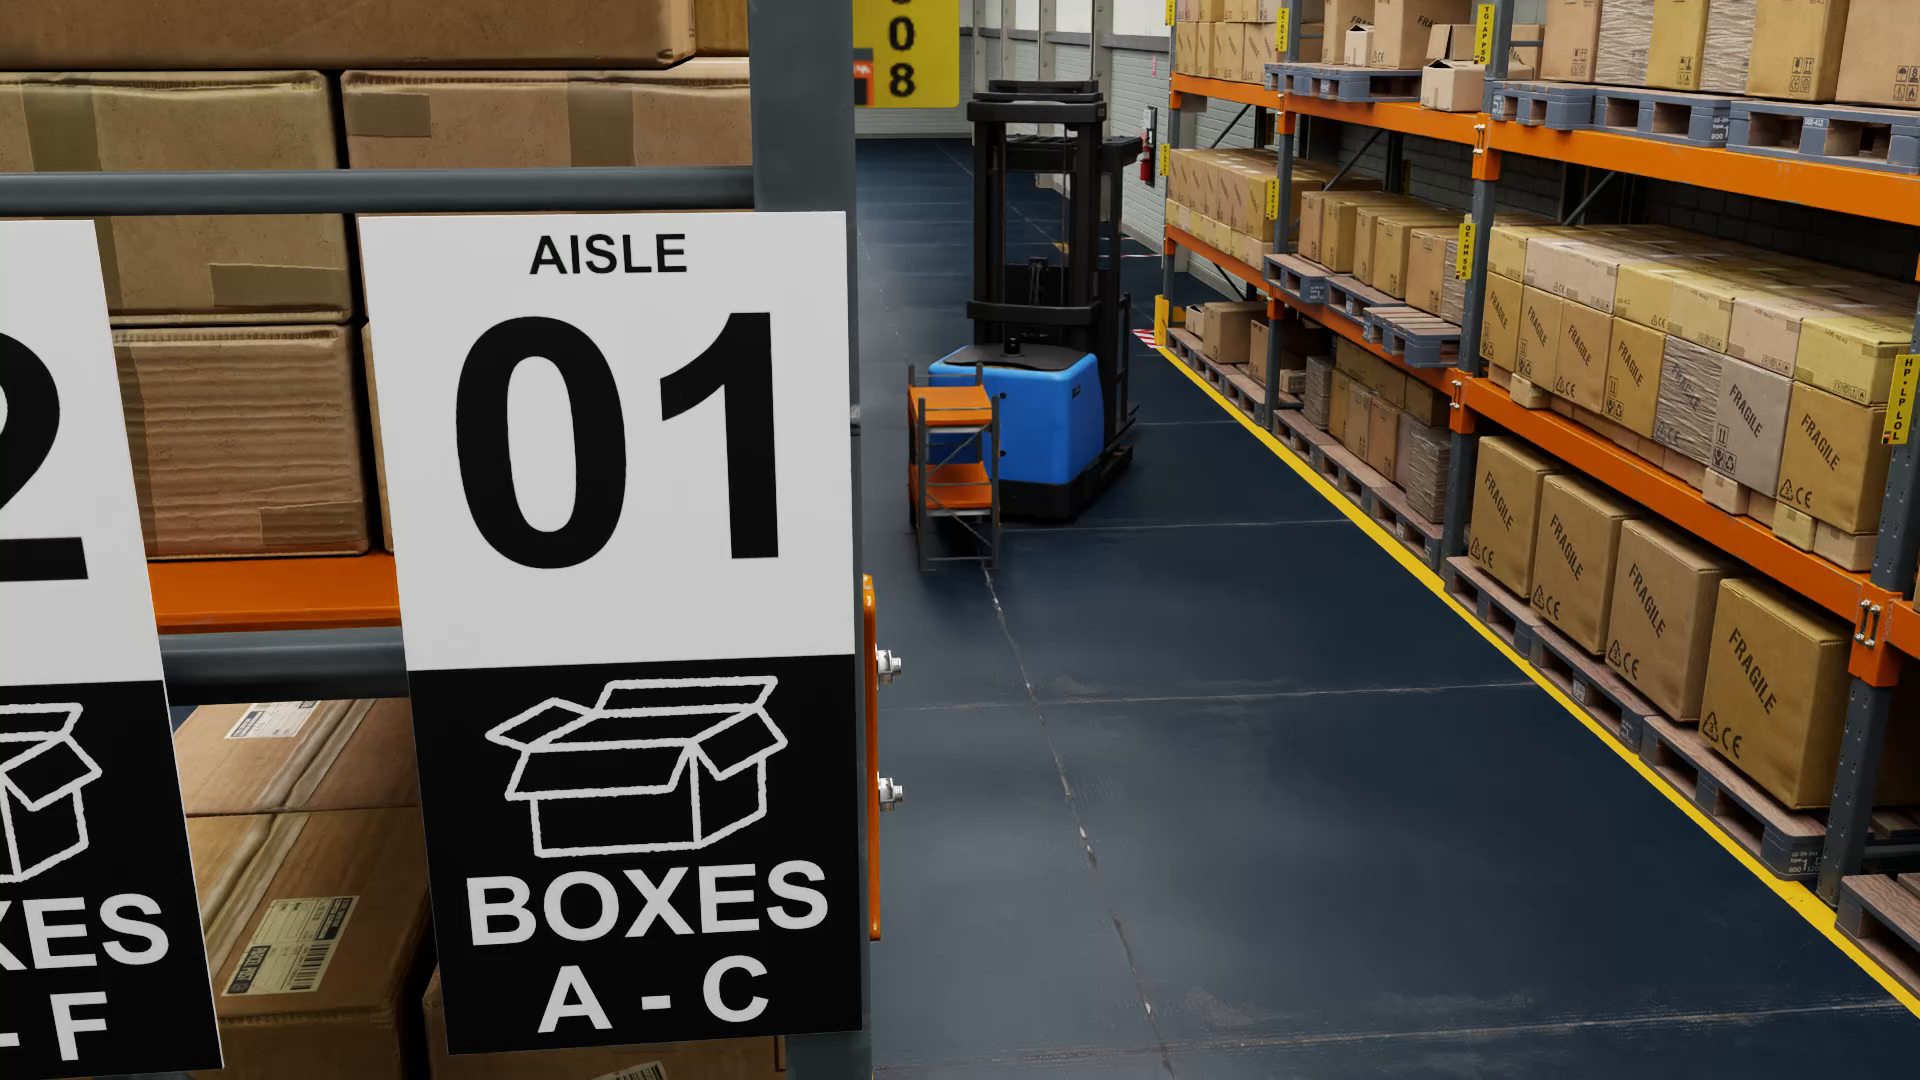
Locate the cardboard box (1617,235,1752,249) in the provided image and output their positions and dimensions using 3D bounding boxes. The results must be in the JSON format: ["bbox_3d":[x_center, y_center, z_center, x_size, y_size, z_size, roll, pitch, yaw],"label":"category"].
[{"bbox_3d":[3.866,-1.476,8.921,0.500,0.250,0.500,-2,18,-7],"label":"cardboard box"}]

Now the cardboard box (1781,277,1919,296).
[{"bbox_3d":[4.018,-1.016,7.455,0.500,0.250,0.500,-2,18,-7],"label":"cardboard box"}]

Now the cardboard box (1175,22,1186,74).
[{"bbox_3d":[2.472,-4.965,16.776,0.500,0.500,0.500,-1,17,-4],"label":"cardboard box"}]

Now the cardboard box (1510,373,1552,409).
[{"bbox_3d":[3.276,-0.828,9.192,0.380,0.149,0.250,-1,17,-4],"label":"cardboard box"}]

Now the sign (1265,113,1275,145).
[{"bbox_3d":[3.240,-4.298,17.400,0.100,0.325,0.005,-2,18,-6],"label":"sign"}]

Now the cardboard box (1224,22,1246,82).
[{"bbox_3d":[2.667,-4.338,14.780,0.500,0.500,0.500,-2,18,-8],"label":"cardboard box"}]

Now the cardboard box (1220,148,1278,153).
[{"bbox_3d":[2.946,-3.746,17.066,0.500,0.500,0.500,-2,18,-6],"label":"cardboard box"}]

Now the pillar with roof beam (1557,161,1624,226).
[{"bbox_3d":[-0.044,-4.344,9.990,9.100,9.000,0.400,-2,18,-6],"label":"pillar with roof beam"}]

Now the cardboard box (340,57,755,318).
[{"bbox_3d":[-0.384,-0.422,1.921,0.500,0.250,0.500,-2,18,-6],"label":"cardboard box"}]

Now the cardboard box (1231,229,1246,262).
[{"bbox_3d":[2.705,-2.611,14.702,0.500,0.250,0.500,-2,18,-5],"label":"cardboard box"}]

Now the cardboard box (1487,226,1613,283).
[{"bbox_3d":[3.305,-1.606,9.335,0.500,0.250,0.500,-1,17,-4],"label":"cardboard box"}]

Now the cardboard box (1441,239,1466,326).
[{"bbox_3d":[3.453,-1.598,10.357,0.700,0.500,0.500,-4,18,-12],"label":"cardboard box"}]

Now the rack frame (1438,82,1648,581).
[{"bbox_3d":[3.511,-1.200,9.993,1.000,3.000,0.127,-2,18,-6],"label":"rack frame"}]

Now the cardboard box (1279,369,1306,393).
[{"bbox_3d":[3.014,-1.409,14.652,0.380,0.166,0.250,-4,18,-13],"label":"cardboard box"}]

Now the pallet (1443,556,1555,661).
[{"bbox_3d":[3.518,0.367,9.655,1.003,0.211,1.213,-2,18,-6],"label":"pallet"}]

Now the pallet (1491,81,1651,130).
[{"bbox_3d":[3.631,-2.351,8.966,1.213,0.211,1.003,-1,17,-3],"label":"pallet"}]

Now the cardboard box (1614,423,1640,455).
[{"bbox_3d":[3.484,-0.528,8.238,0.380,0.149,0.250,-2,18,-5],"label":"cardboard box"}]

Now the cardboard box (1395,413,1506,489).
[{"bbox_3d":[3.448,-0.588,11.480,0.700,0.500,0.500,-2,18,-6],"label":"cardboard box"}]

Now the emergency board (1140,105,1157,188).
[{"bbox_3d":[2.783,-5.927,25.049,0.194,1.169,0.643,-2,18,-6],"label":"emergency board"}]

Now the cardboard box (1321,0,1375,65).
[{"bbox_3d":[3.076,-3.906,12.735,0.500,0.500,0.500,1,17,2],"label":"cardboard box"}]

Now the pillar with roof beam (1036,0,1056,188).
[{"bbox_3d":[-2.520,-11.494,32.766,9.100,9.000,0.400,-2,18,-6],"label":"pillar with roof beam"}]

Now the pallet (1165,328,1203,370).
[{"bbox_3d":[2.743,-1.988,17.156,1.003,0.211,1.213,-2,18,-6],"label":"pallet"}]

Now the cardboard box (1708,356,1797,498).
[{"bbox_3d":[3.563,-0.489,7.031,0.500,0.500,0.500,-2,18,-5],"label":"cardboard box"}]

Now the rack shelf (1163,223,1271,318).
[{"bbox_3d":[2.893,-2.645,15.795,1.077,0.370,4.000,-2,18,-6],"label":"rack shelf"}]

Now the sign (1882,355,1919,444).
[{"bbox_3d":[3.385,-0.504,5.973,0.100,0.325,0.005,-2,18,-6],"label":"sign"}]

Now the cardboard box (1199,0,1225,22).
[{"bbox_3d":[2.550,-5.124,15.612,0.500,0.500,0.500,-1,17,-4],"label":"cardboard box"}]

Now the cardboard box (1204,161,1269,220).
[{"bbox_3d":[2.590,-3.273,15.560,0.500,0.500,0.500,-1,17,-4],"label":"cardboard box"}]

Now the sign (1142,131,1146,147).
[{"bbox_3d":[2.829,-6.112,25.578,0.001,0.329,0.234,-2,18,-6],"label":"sign"}]

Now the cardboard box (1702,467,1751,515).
[{"bbox_3d":[3.490,-0.220,7.257,0.380,0.149,0.250,-2,18,-6],"label":"cardboard box"}]

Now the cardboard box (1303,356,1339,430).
[{"bbox_3d":[3.191,-1.191,13.401,0.700,0.500,0.500,-1,17,-4],"label":"cardboard box"}]

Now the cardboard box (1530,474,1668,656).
[{"bbox_3d":[3.541,0.109,8.709,0.750,0.750,0.750,-2,18,-6],"label":"cardboard box"}]

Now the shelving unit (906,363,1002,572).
[{"bbox_3d":[-0.052,-0.496,10.878,0.538,1.125,1.048,-2,17,-5],"label":"shelving unit"}]

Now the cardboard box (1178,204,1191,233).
[{"bbox_3d":[2.489,-3.212,16.619,0.500,0.250,0.500,-2,18,-7],"label":"cardboard box"}]

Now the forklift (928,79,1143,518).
[{"bbox_3d":[0.718,-1.949,12.492,1.130,2.935,3.031,6,18,18],"label":"forklift"}]

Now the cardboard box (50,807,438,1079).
[{"bbox_3d":[-0.910,0.688,2.141,0.500,0.500,0.500,-2,18,-6],"label":"cardboard box"}]

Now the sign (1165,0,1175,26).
[{"bbox_3d":[2.147,-5.415,16.951,0.100,0.325,0.005,-2,18,-6],"label":"sign"}]

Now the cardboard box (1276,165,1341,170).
[{"bbox_3d":[3.163,-3.137,15.127,0.500,0.500,0.500,-1,17,-4],"label":"cardboard box"}]

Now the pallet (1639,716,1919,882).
[{"bbox_3d":[3.769,1.094,7.340,1.003,0.211,1.213,-2,18,-6],"label":"pallet"}]

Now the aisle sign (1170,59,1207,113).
[{"bbox_3d":[2.380,-4.836,17.234,0.394,0.787,0.004,-2,18,-6],"label":"aisle sign"}]

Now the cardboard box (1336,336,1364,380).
[{"bbox_3d":[3.240,-1.417,12.871,0.500,0.250,0.500,-2,18,-7],"label":"cardboard box"}]

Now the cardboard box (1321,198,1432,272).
[{"bbox_3d":[3.168,-2.330,12.691,0.700,0.500,0.500,0,17,0],"label":"cardboard box"}]

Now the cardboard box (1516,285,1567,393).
[{"bbox_3d":[3.352,-1.091,8.946,0.500,0.500,0.500,-1,17,-4],"label":"cardboard box"}]

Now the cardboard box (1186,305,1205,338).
[{"bbox_3d":[2.668,-2.302,17.256,0.500,0.311,0.500,-4,18,-12],"label":"cardboard box"}]

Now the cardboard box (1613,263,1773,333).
[{"bbox_3d":[3.472,-1.153,7.894,0.500,0.250,0.500,-2,18,-7],"label":"cardboard box"}]

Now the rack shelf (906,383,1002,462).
[{"bbox_3d":[-0.052,-0.775,10.790,0.538,0.278,1.000,-2,17,-5],"label":"rack shelf"}]

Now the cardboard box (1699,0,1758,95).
[{"bbox_3d":[3.833,-2.278,7.516,0.700,0.500,0.500,-2,18,-6],"label":"cardboard box"}]

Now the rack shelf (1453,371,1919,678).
[{"bbox_3d":[3.718,-0.261,8.203,1.077,0.370,4.000,-2,18,-6],"label":"rack shelf"}]

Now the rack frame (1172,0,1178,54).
[{"bbox_3d":[2.686,-6.446,16.686,1.000,3.000,0.127,-2,18,-6],"label":"rack frame"}]
